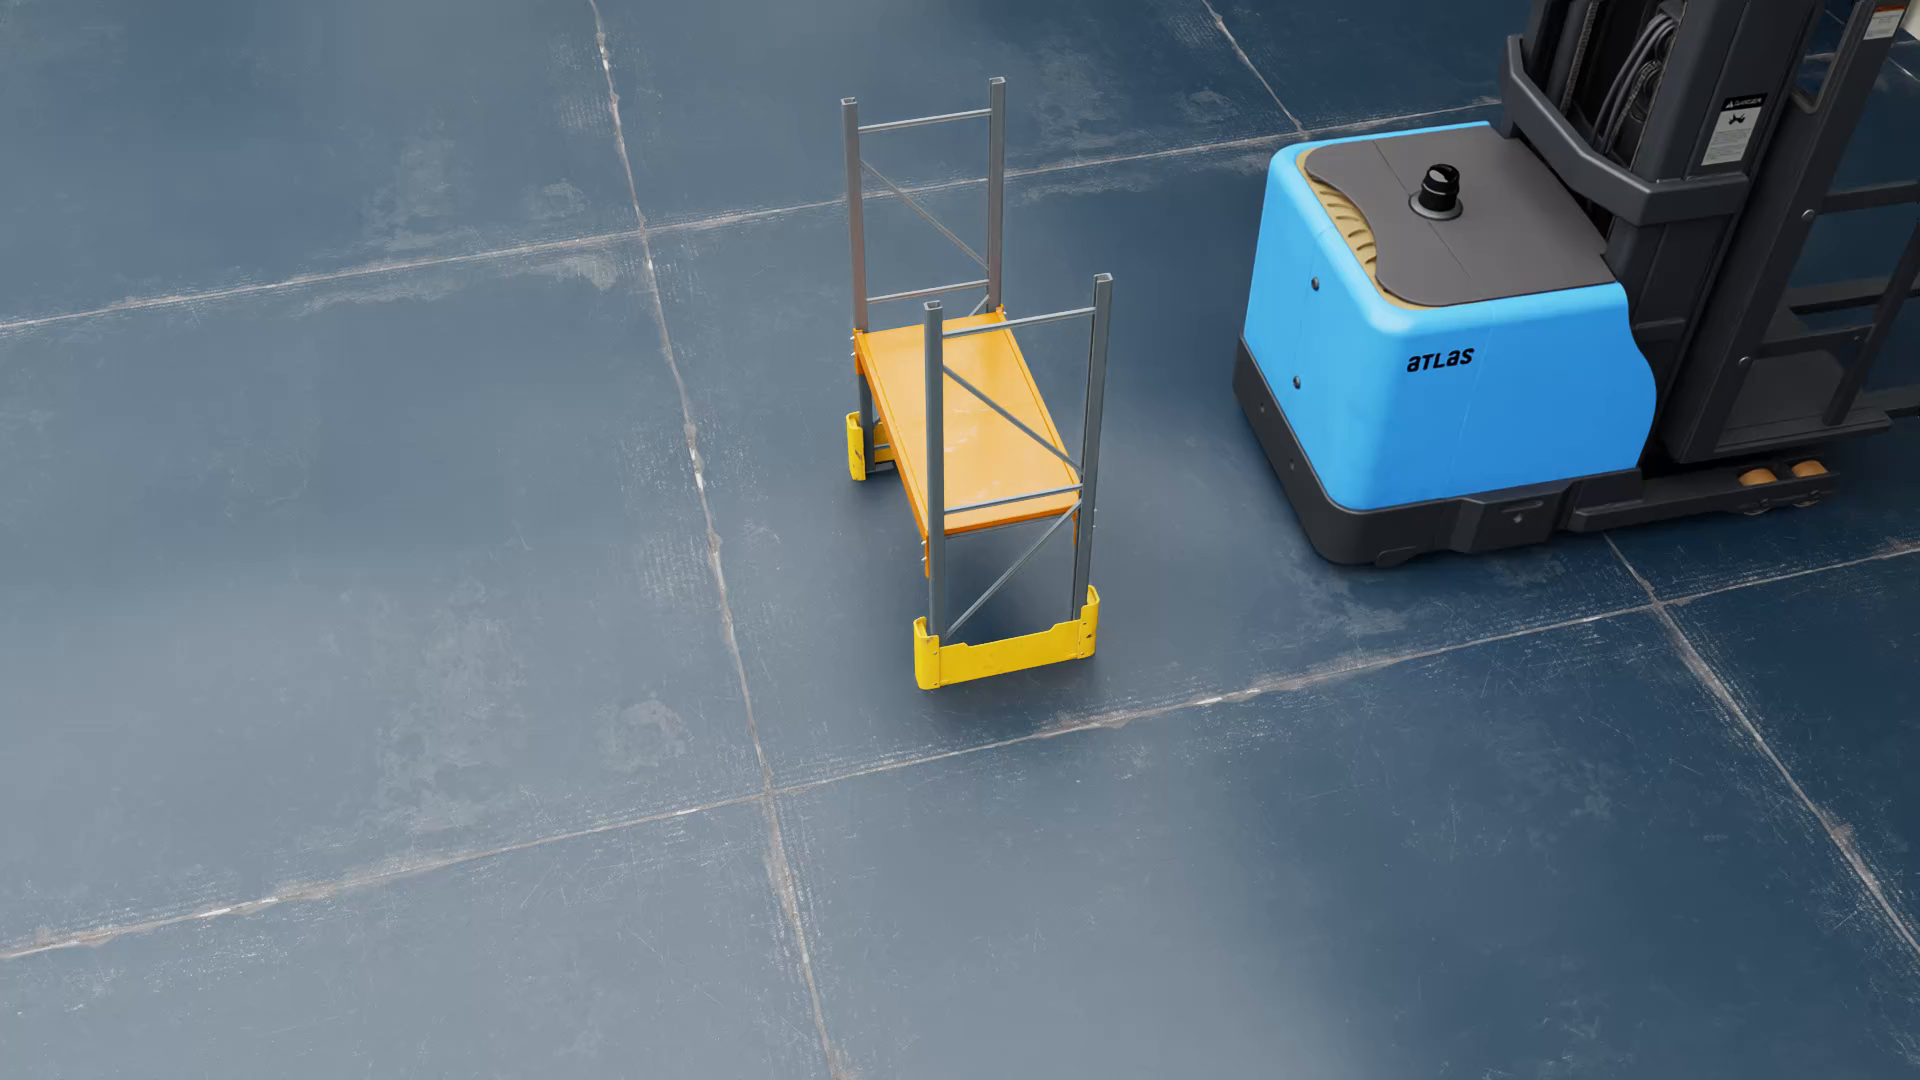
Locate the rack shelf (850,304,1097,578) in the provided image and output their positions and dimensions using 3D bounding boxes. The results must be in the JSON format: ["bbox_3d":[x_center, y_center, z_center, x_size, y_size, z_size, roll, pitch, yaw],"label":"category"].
[{"bbox_3d":[0.022,-0.340,5.285,0.538,0.185,1.000,-11,47,-10],"label":"rack shelf"}]

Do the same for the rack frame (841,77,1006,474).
[{"bbox_3d":[-0.108,-0.817,5.501,0.500,1.500,0.032,-11,47,-10],"label":"rack frame"}]

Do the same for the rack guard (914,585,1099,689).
[{"bbox_3d":[0.147,0.309,5.272,0.587,0.250,0.087,-11,47,-10],"label":"rack guard"}]

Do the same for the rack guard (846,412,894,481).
[{"bbox_3d":[-0.108,-0.379,5.946,0.587,0.250,0.087,-11,47,-10],"label":"rack guard"}]

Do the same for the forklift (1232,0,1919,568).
[{"bbox_3d":[2.589,-1.475,5.144,3.031,2.935,1.130,-9,46,-9],"label":"forklift"}]

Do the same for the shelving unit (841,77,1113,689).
[{"bbox_3d":[0.020,-0.472,5.163,0.587,1.500,1.083,-11,47,-10],"label":"shelving unit"}]

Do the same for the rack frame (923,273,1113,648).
[{"bbox_3d":[0.152,-0.115,4.813,0.500,1.500,0.032,-11,47,-10],"label":"rack frame"}]

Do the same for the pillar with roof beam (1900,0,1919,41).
[{"bbox_3d":[0.600,-4.826,4.179,9.100,9.000,0.400,-11,47,-10],"label":"pillar with roof beam"}]
